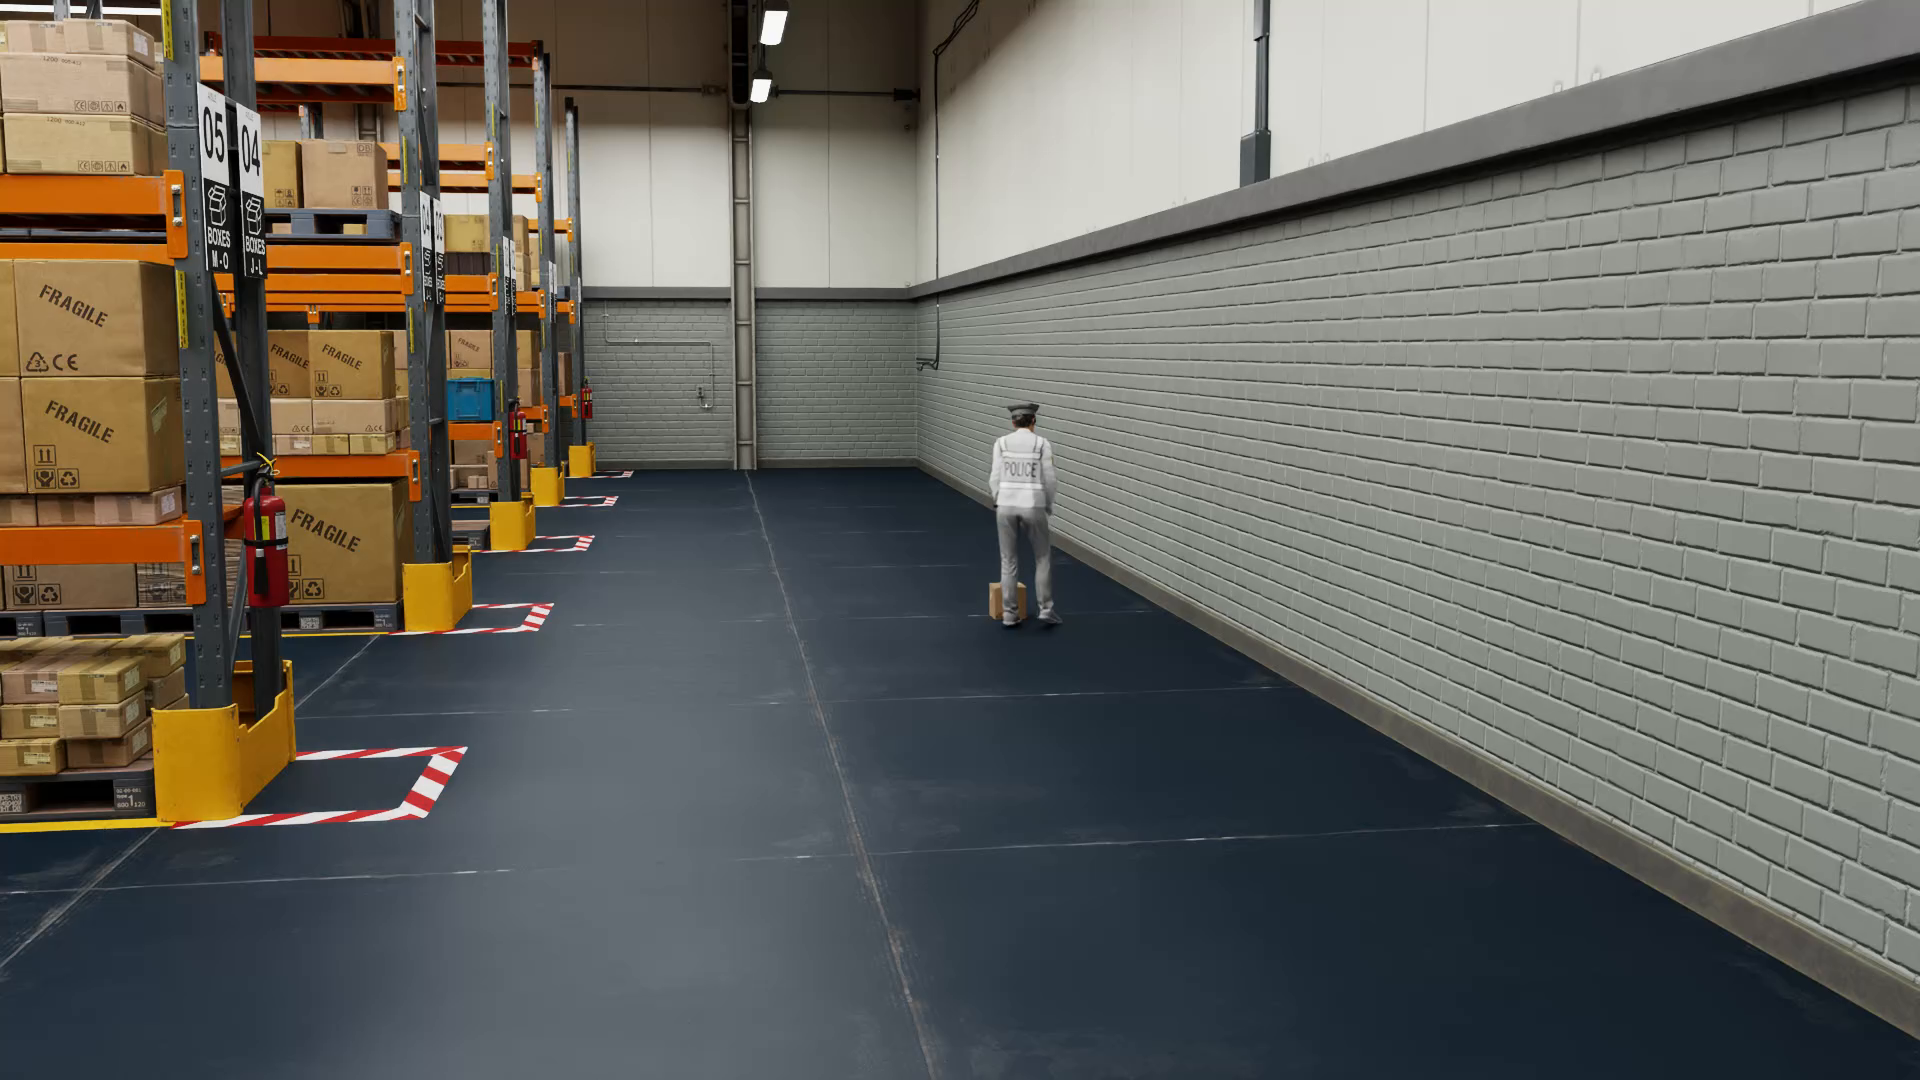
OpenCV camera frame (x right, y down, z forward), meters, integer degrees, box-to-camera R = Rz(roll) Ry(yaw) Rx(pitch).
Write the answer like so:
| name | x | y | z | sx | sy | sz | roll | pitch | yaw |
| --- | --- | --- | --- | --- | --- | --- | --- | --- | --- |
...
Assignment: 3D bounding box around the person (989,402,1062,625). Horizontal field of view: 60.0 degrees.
| name | x | y | z | sx | sy | sz | roll | pitch | yaw |
| --- | --- | --- | --- | --- | --- | --- | --- | --- | --- |
| person | 0.492 | -0.183 | 12.415 | 0.540 | 1.684 | 0.502 | 1 | 7 | 7 |
